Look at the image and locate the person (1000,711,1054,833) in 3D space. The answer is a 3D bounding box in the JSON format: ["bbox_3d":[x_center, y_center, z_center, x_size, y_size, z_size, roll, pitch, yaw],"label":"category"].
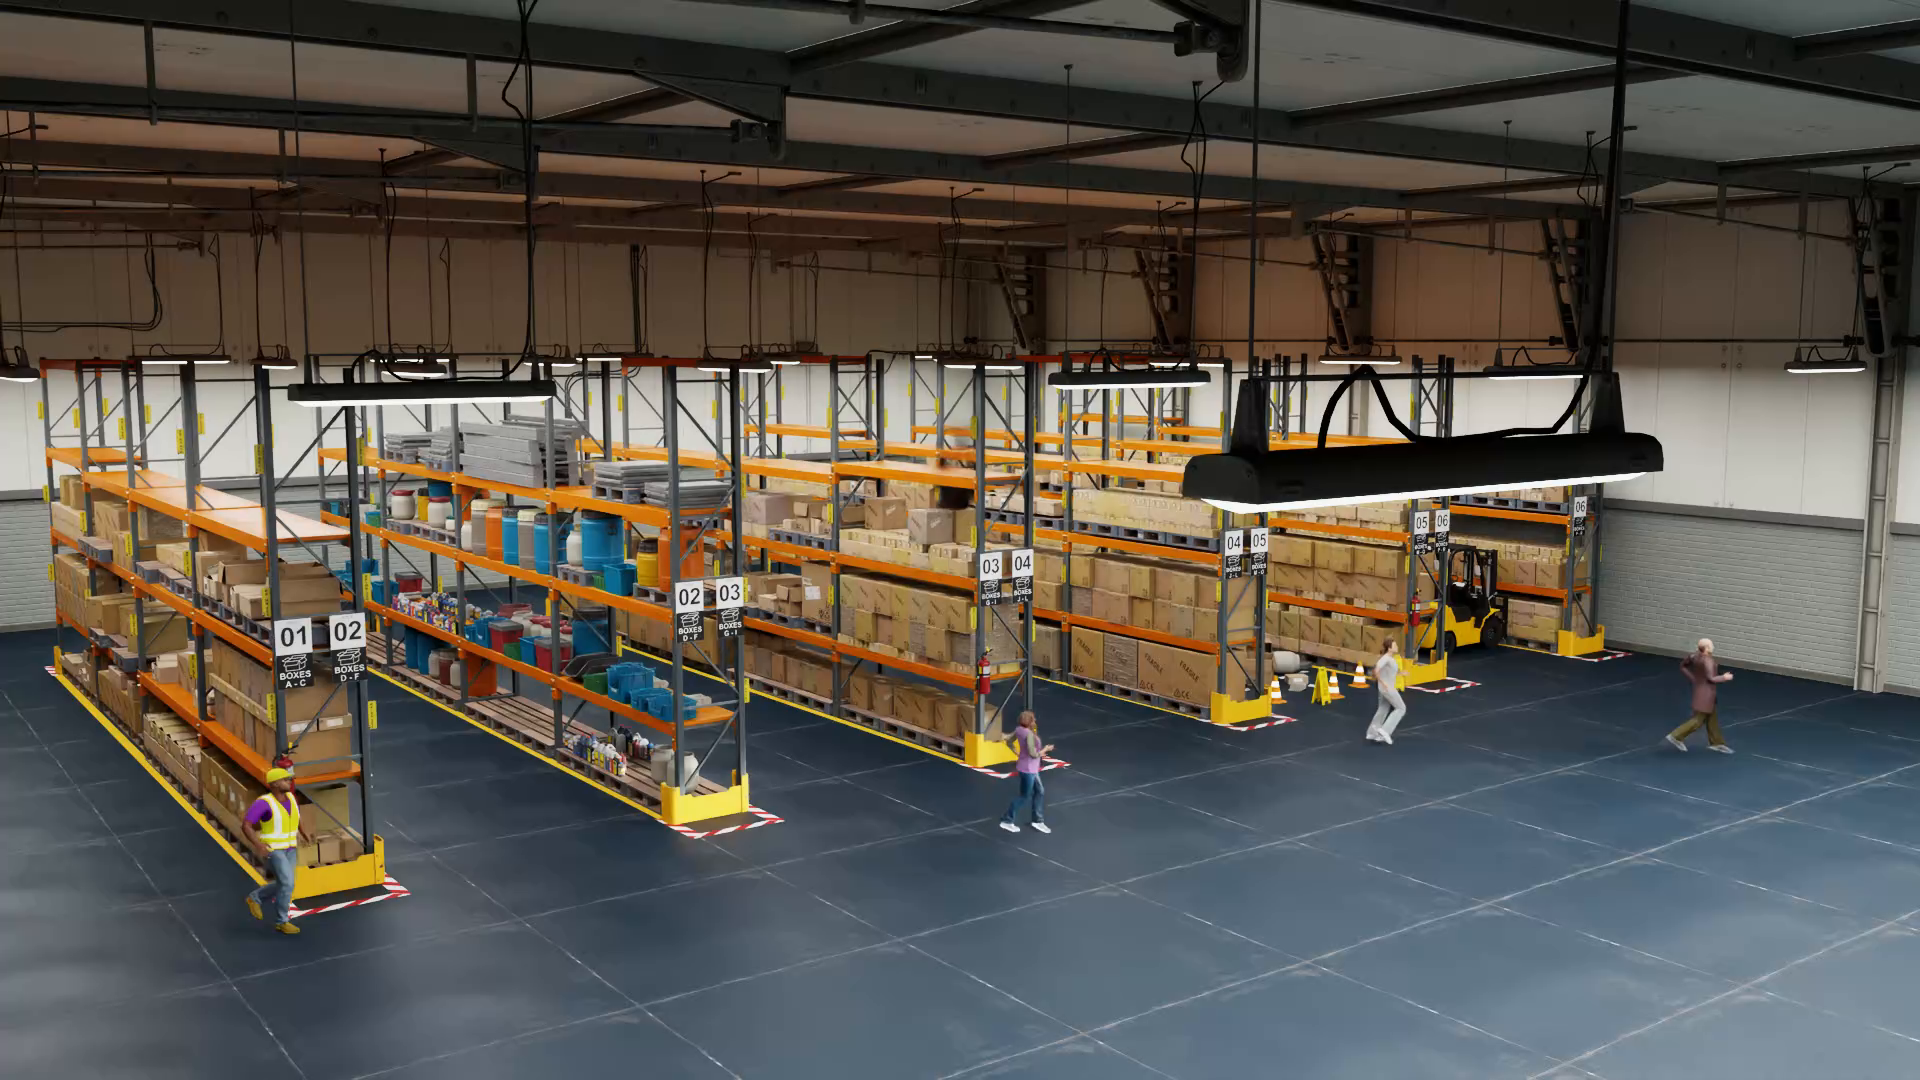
[{"bbox_3d":[0.848,2.979,21.254,0.702,1.631,0.516,-1,7,-9],"label":"person"}]

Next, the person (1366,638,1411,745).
[{"bbox_3d":[6.759,2.374,26.200,0.669,1.673,0.540,1,7,11],"label":"person"}]

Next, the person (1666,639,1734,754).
[{"bbox_3d":[11.326,2.388,25.350,1.040,1.788,0.705,1,7,7],"label":"person"}]

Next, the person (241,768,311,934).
[{"bbox_3d":[-7.394,3.330,17.988,0.715,1.736,0.749,2,7,16],"label":"person"}]
